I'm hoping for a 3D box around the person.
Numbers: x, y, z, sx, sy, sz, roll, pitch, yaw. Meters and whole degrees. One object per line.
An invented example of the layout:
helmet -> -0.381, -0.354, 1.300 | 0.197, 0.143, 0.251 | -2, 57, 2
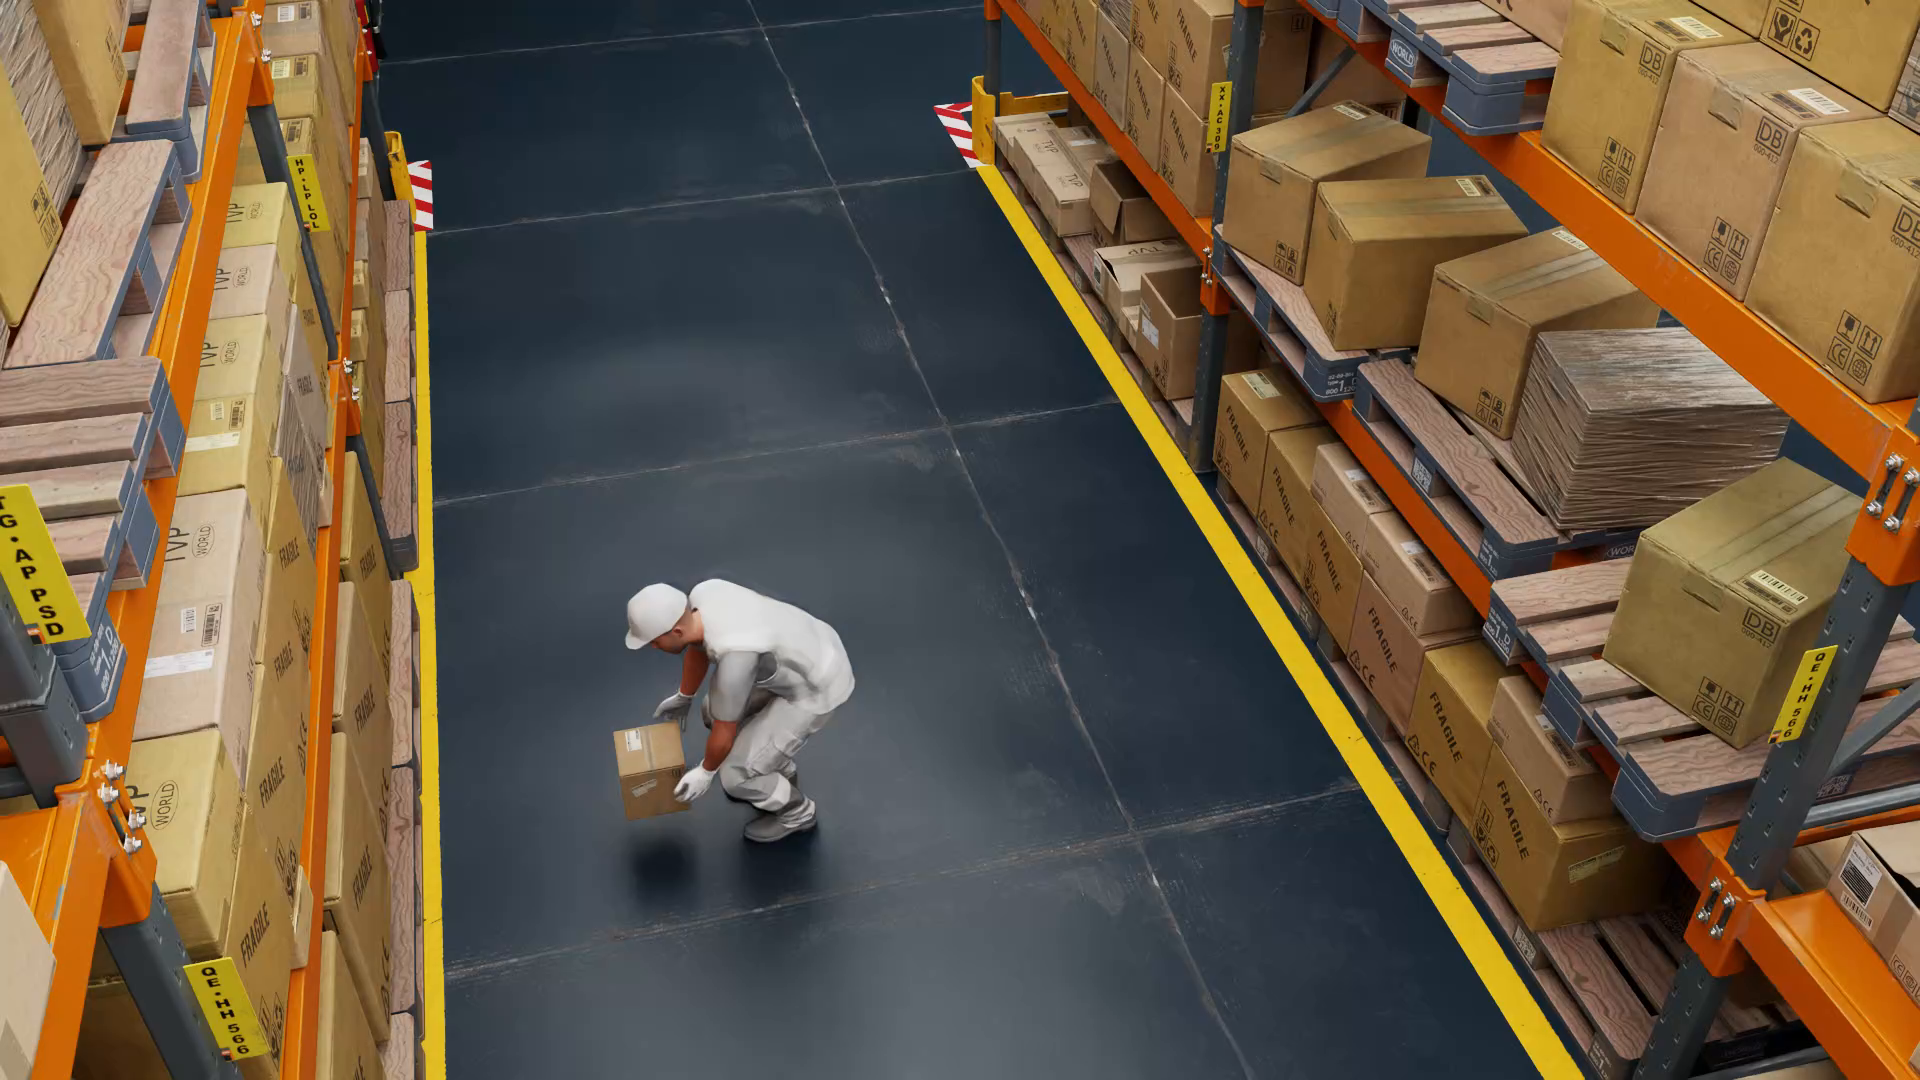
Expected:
person -> -0.807, 0.624, 6.320 | 0.824, 1.267, 0.582 | -9, 39, -12
